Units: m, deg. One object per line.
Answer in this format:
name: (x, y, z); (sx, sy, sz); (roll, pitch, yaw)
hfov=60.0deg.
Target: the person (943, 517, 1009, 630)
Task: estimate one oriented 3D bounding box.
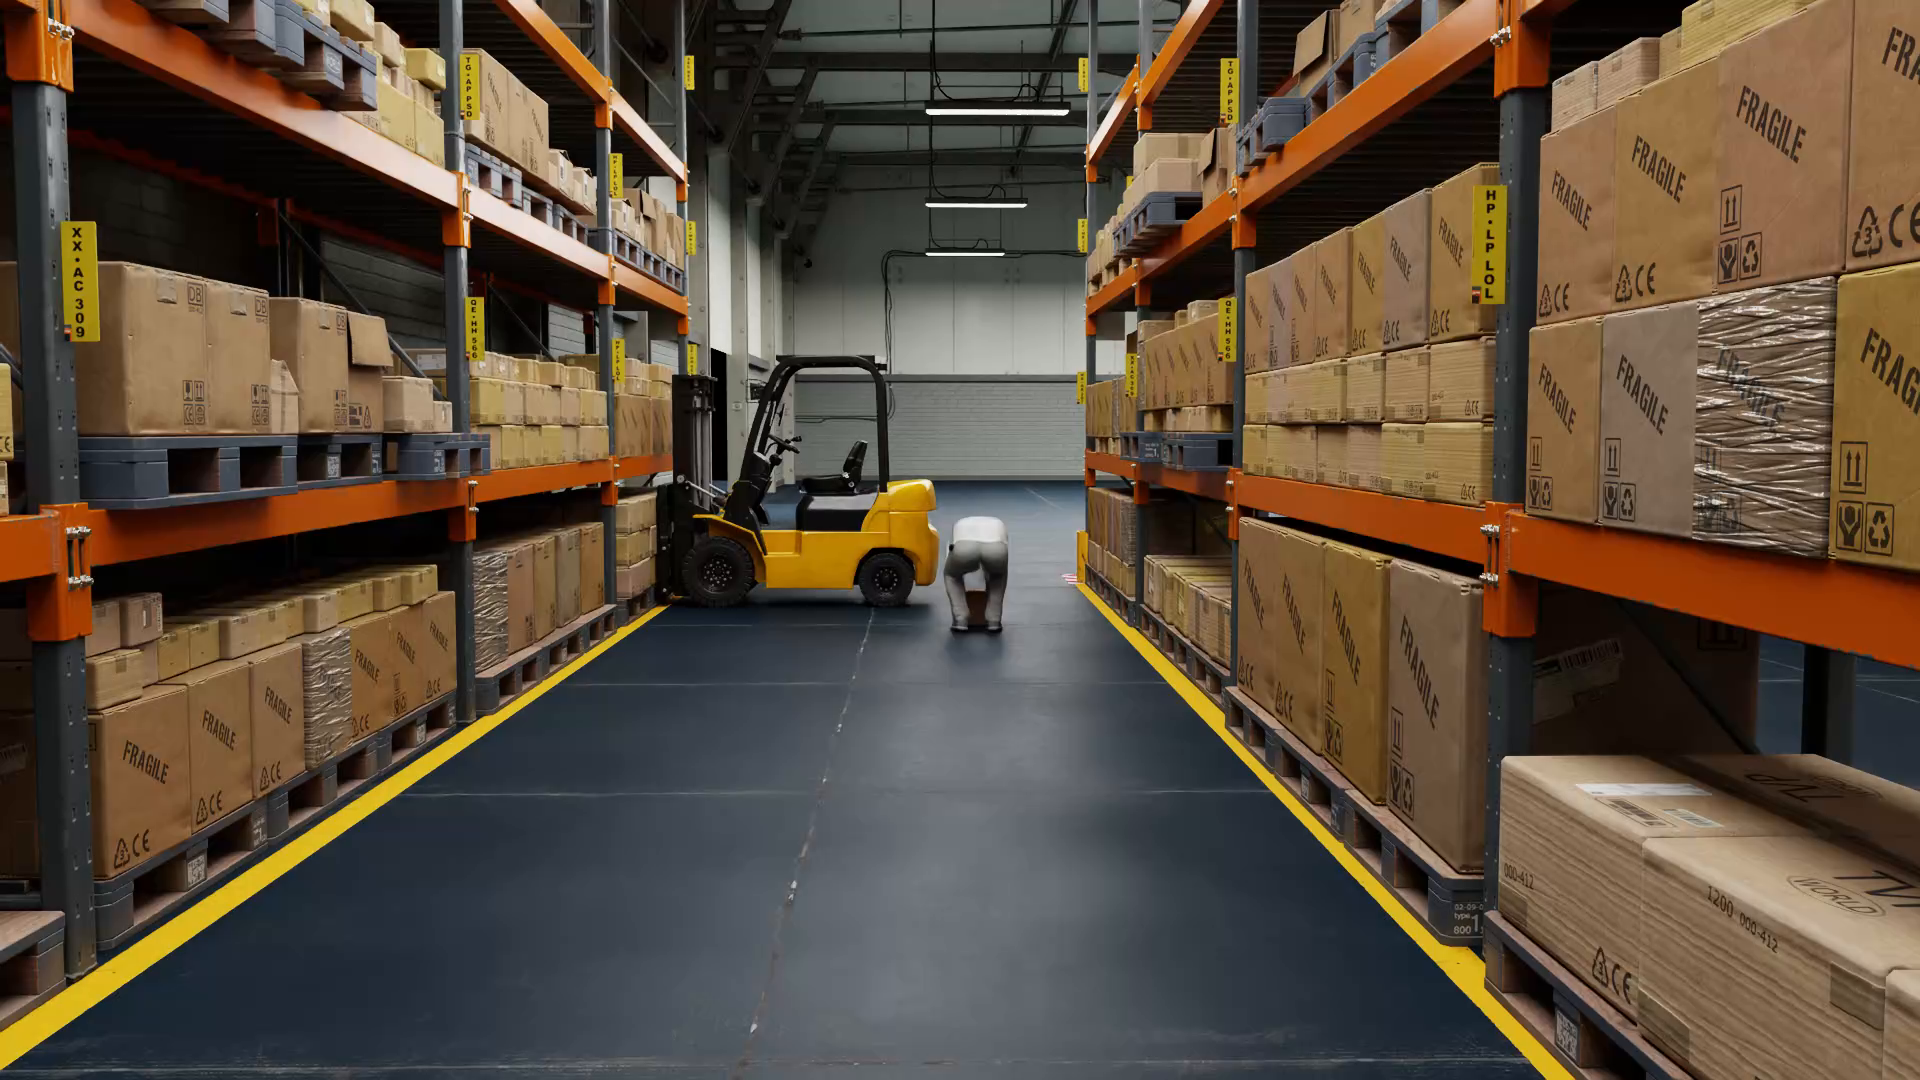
person: (0.122, 0.249, 12.713); (0.502, 0.875, 0.937); (0, 4, -4)
